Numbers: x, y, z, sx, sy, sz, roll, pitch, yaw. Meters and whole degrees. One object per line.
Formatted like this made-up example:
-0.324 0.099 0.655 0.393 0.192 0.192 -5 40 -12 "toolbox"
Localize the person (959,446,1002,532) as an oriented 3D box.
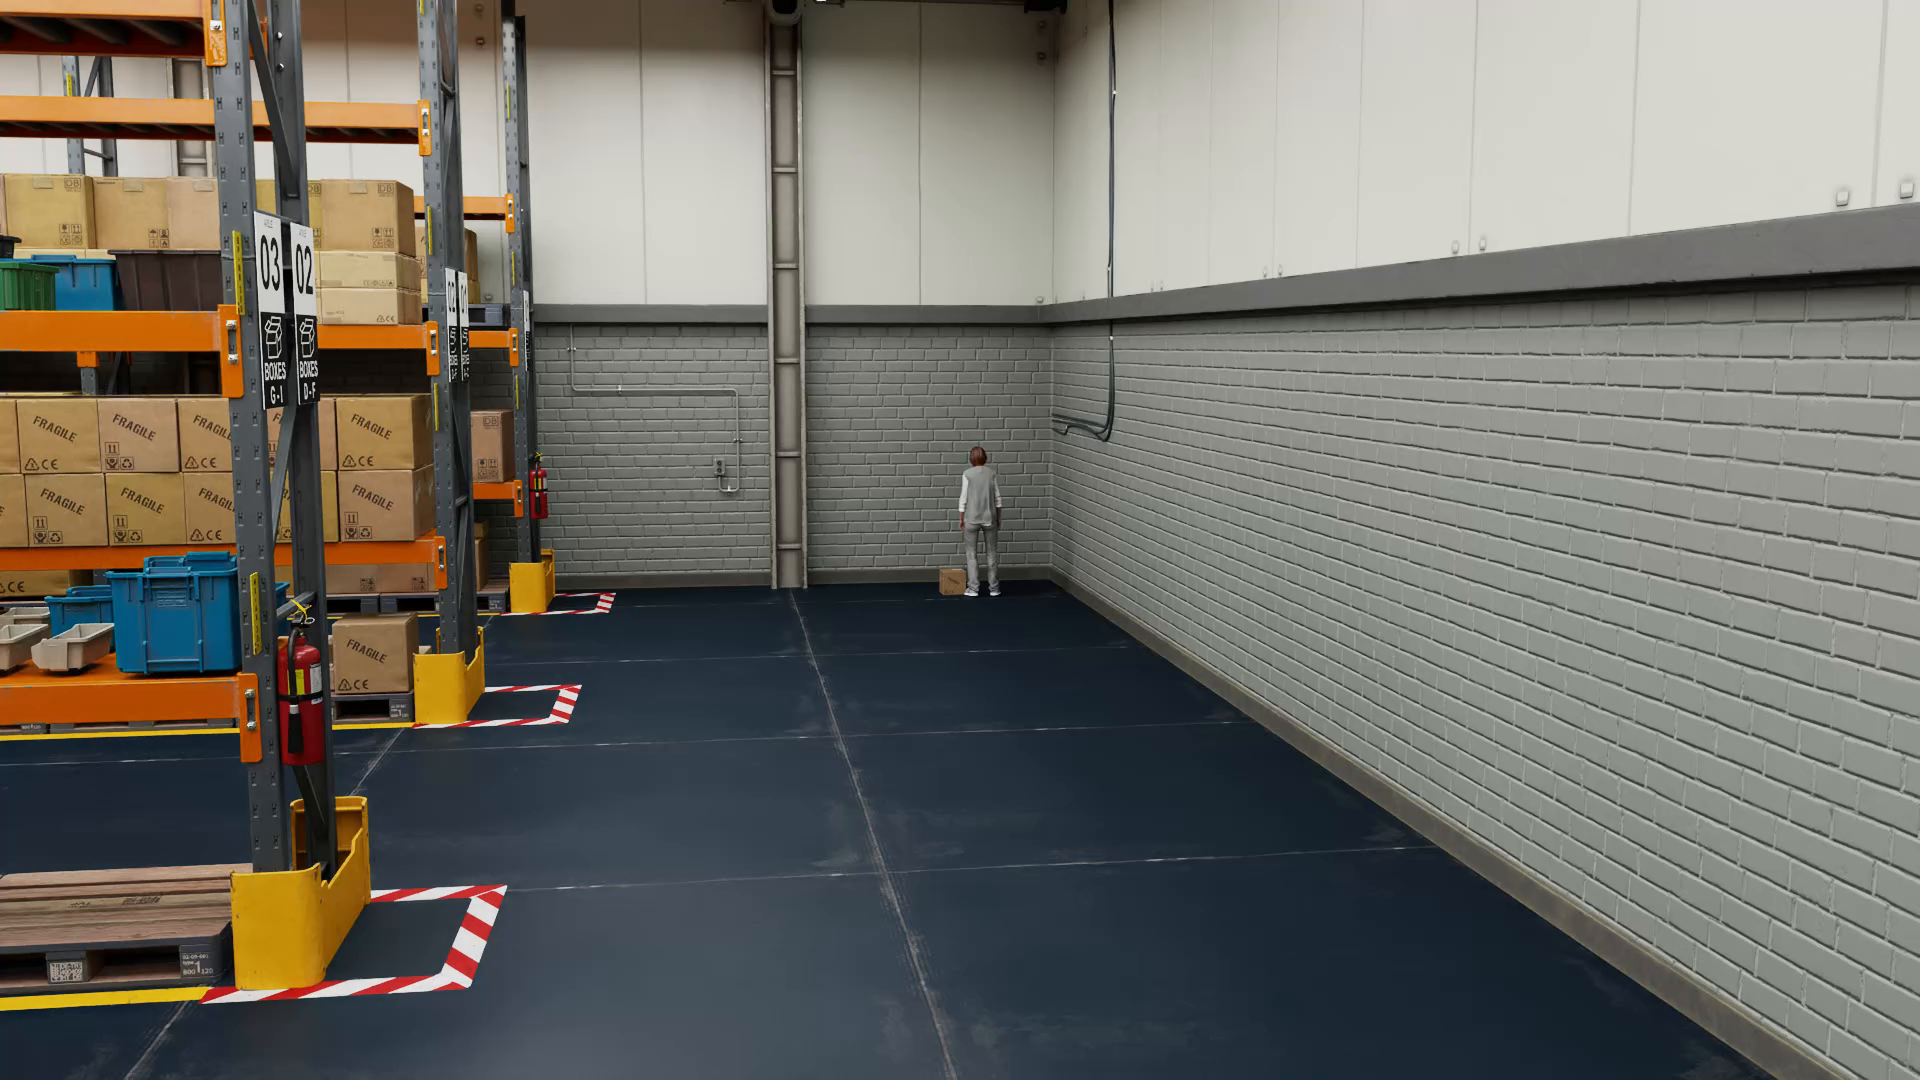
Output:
0.213 -0.526 17.653 0.461 0.891 0.333 -1 7 -9 "person"
